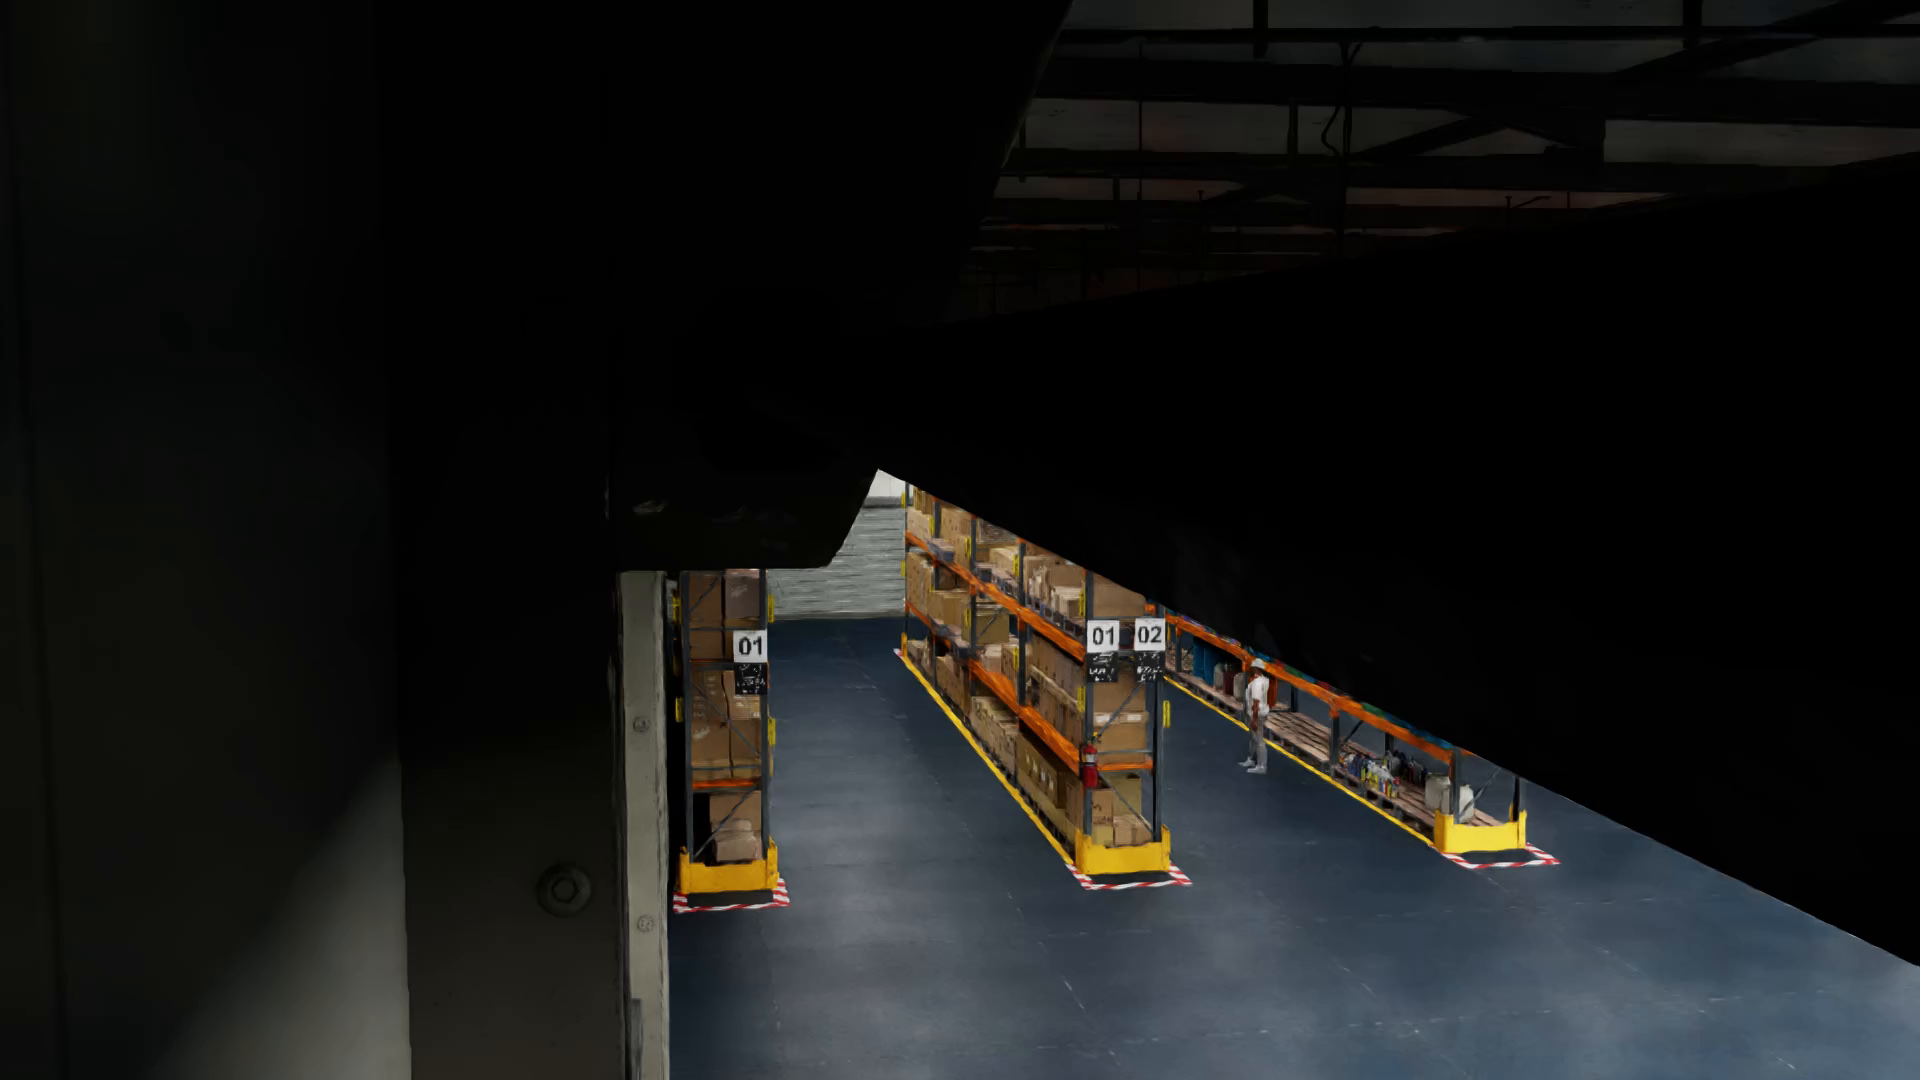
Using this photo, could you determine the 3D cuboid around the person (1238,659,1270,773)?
[{"bbox_3d":[4.607,2.737,26.065,0.497,1.765,0.625,2,6,21],"label":"person"}]
